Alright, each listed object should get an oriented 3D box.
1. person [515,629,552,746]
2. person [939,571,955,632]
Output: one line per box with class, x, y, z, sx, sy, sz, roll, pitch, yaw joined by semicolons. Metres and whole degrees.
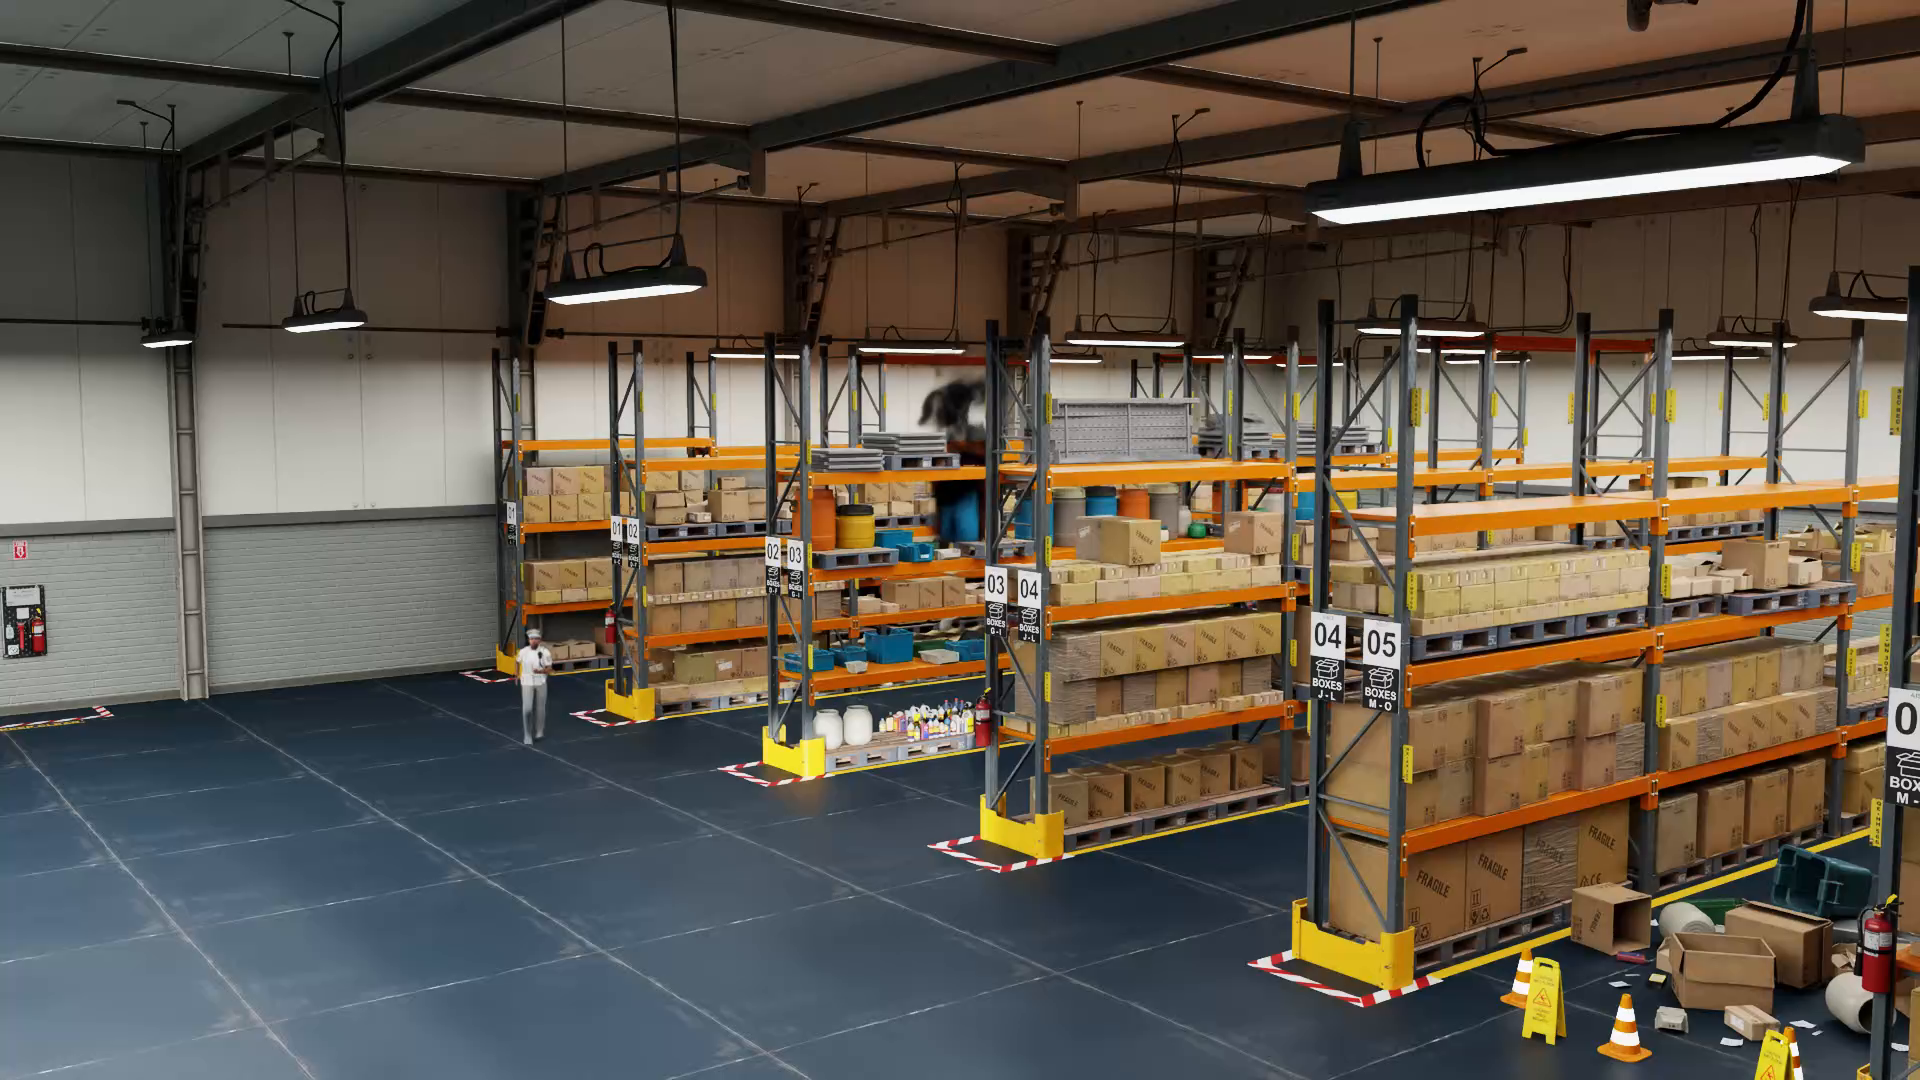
person;-6.296;2.173;24.567;0.546;1.729;0.717;-1;5;-14
person;-0.261;1.447;32.329;0.747;1.816;0.608;-4;6;-37
